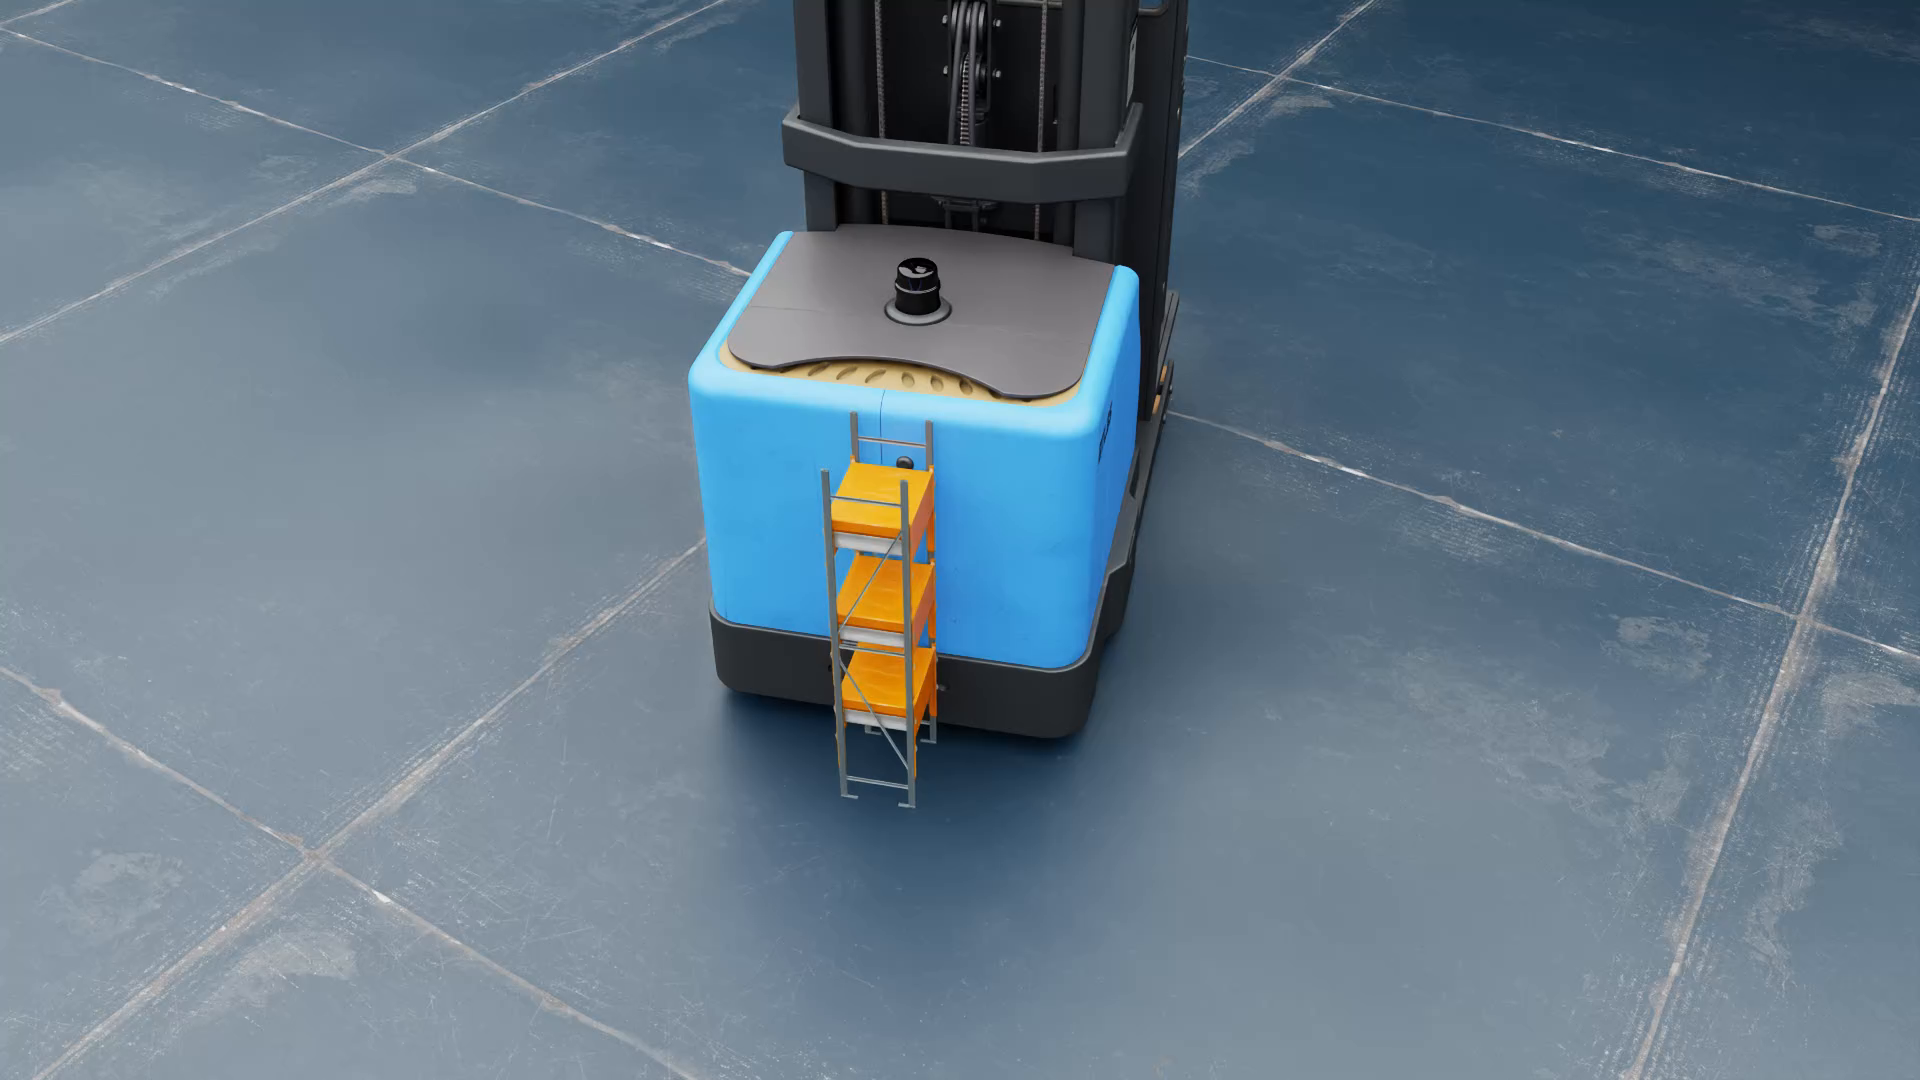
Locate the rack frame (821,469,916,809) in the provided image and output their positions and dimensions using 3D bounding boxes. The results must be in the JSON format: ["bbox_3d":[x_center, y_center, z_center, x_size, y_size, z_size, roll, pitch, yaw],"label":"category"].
[{"bbox_3d":[-0.214,0.271,4.039,0.200,1.050,0.008,8,38,10],"label":"rack frame"}]

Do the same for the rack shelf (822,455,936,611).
[{"bbox_3d":[-0.188,-0.018,3.966,0.215,0.259,0.240,8,38,10],"label":"rack shelf"}]

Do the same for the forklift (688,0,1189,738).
[{"bbox_3d":[0.133,-1.532,4.836,1.130,2.935,3.031,8,38,10],"label":"forklift"}]

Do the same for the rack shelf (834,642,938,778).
[{"bbox_3d":[-0.188,0.427,4.309,0.215,0.259,0.240,8,38,10],"label":"rack shelf"}]

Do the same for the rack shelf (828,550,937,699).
[{"bbox_3d":[-0.188,0.207,4.140,0.215,0.259,0.240,8,38,10],"label":"rack shelf"}]

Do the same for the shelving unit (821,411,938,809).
[{"bbox_3d":[-0.188,0.198,4.133,0.215,1.050,0.252,8,38,10],"label":"shelving unit"}]

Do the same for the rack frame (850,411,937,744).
[{"bbox_3d":[-0.162,0.125,4.227,0.200,1.050,0.008,8,38,10],"label":"rack frame"}]
